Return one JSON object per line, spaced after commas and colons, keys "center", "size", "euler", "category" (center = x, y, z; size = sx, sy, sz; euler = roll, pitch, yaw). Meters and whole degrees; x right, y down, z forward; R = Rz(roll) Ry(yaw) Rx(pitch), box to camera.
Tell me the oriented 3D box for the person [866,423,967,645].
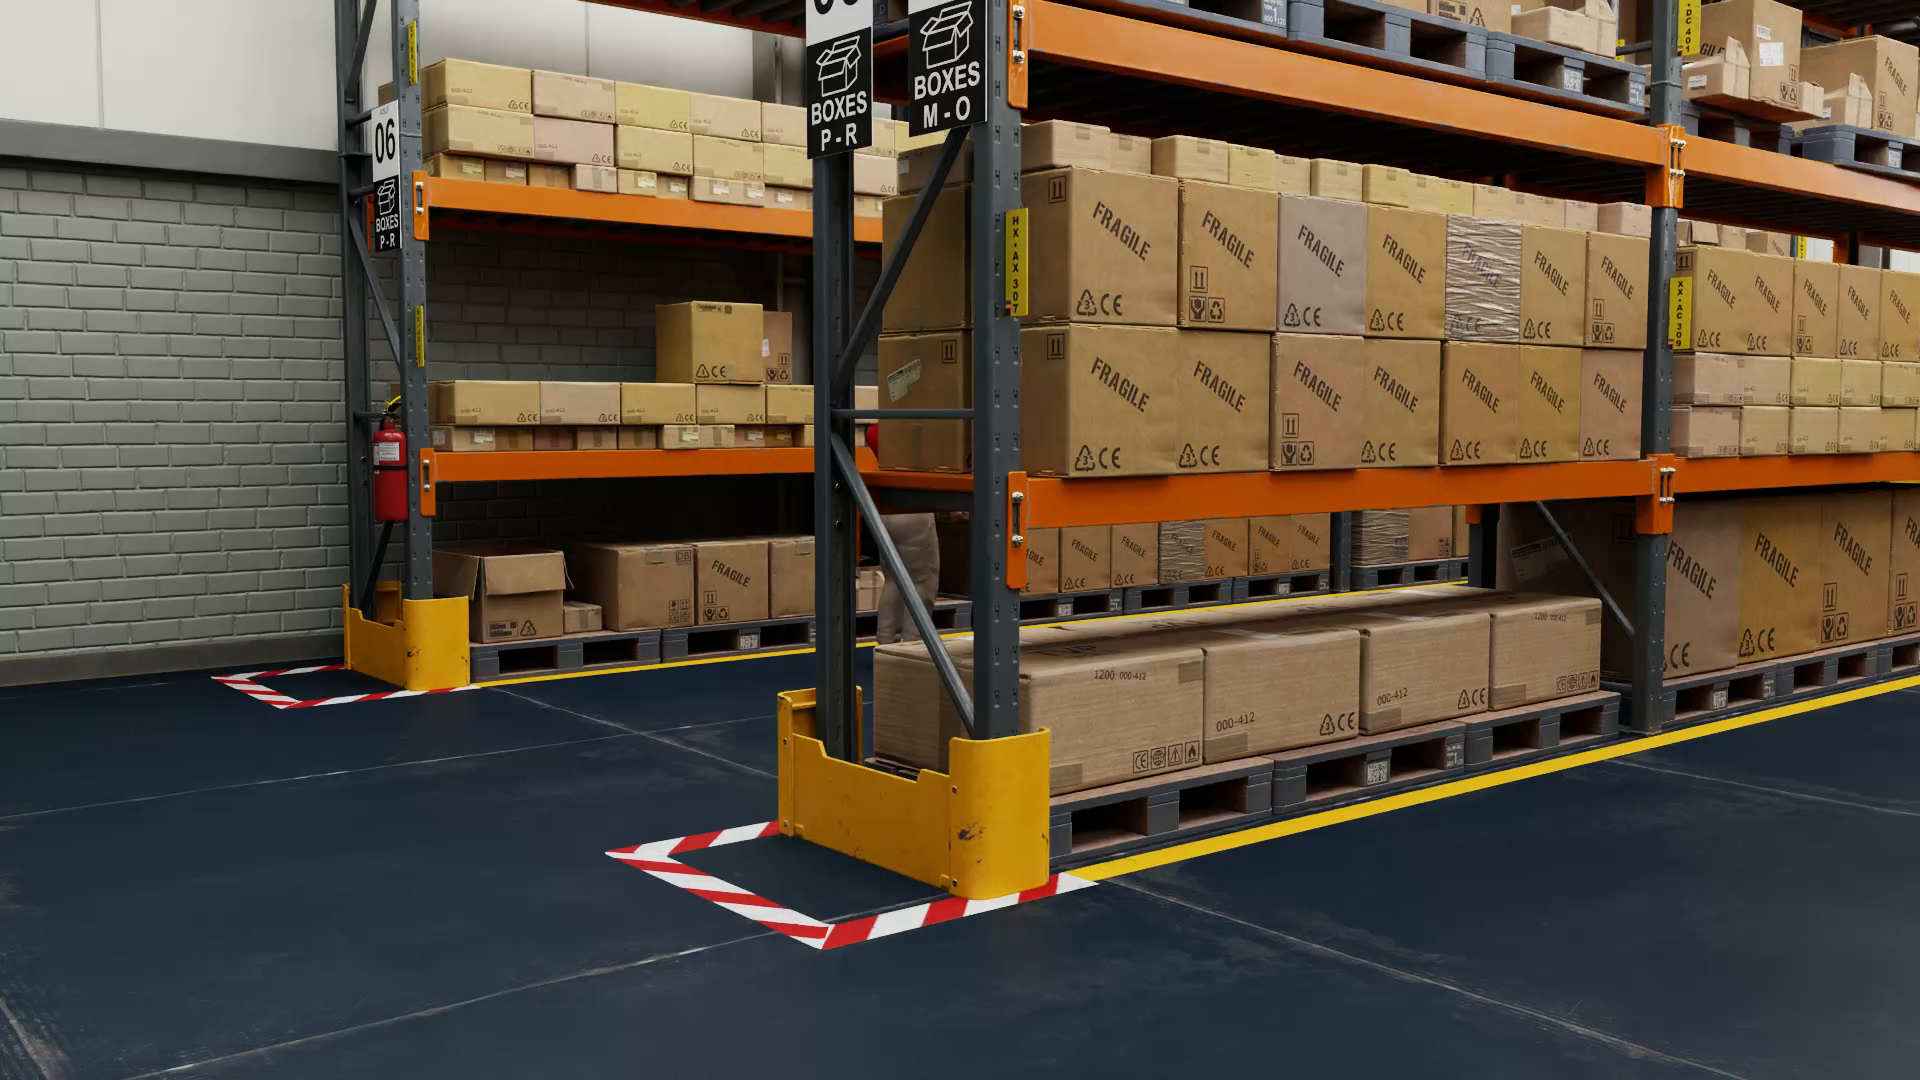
{"center": [-0.257, -0.101, 10.040], "size": [0.530, 1.715, 0.495], "euler": [-3, 5, -38], "category": "person"}
